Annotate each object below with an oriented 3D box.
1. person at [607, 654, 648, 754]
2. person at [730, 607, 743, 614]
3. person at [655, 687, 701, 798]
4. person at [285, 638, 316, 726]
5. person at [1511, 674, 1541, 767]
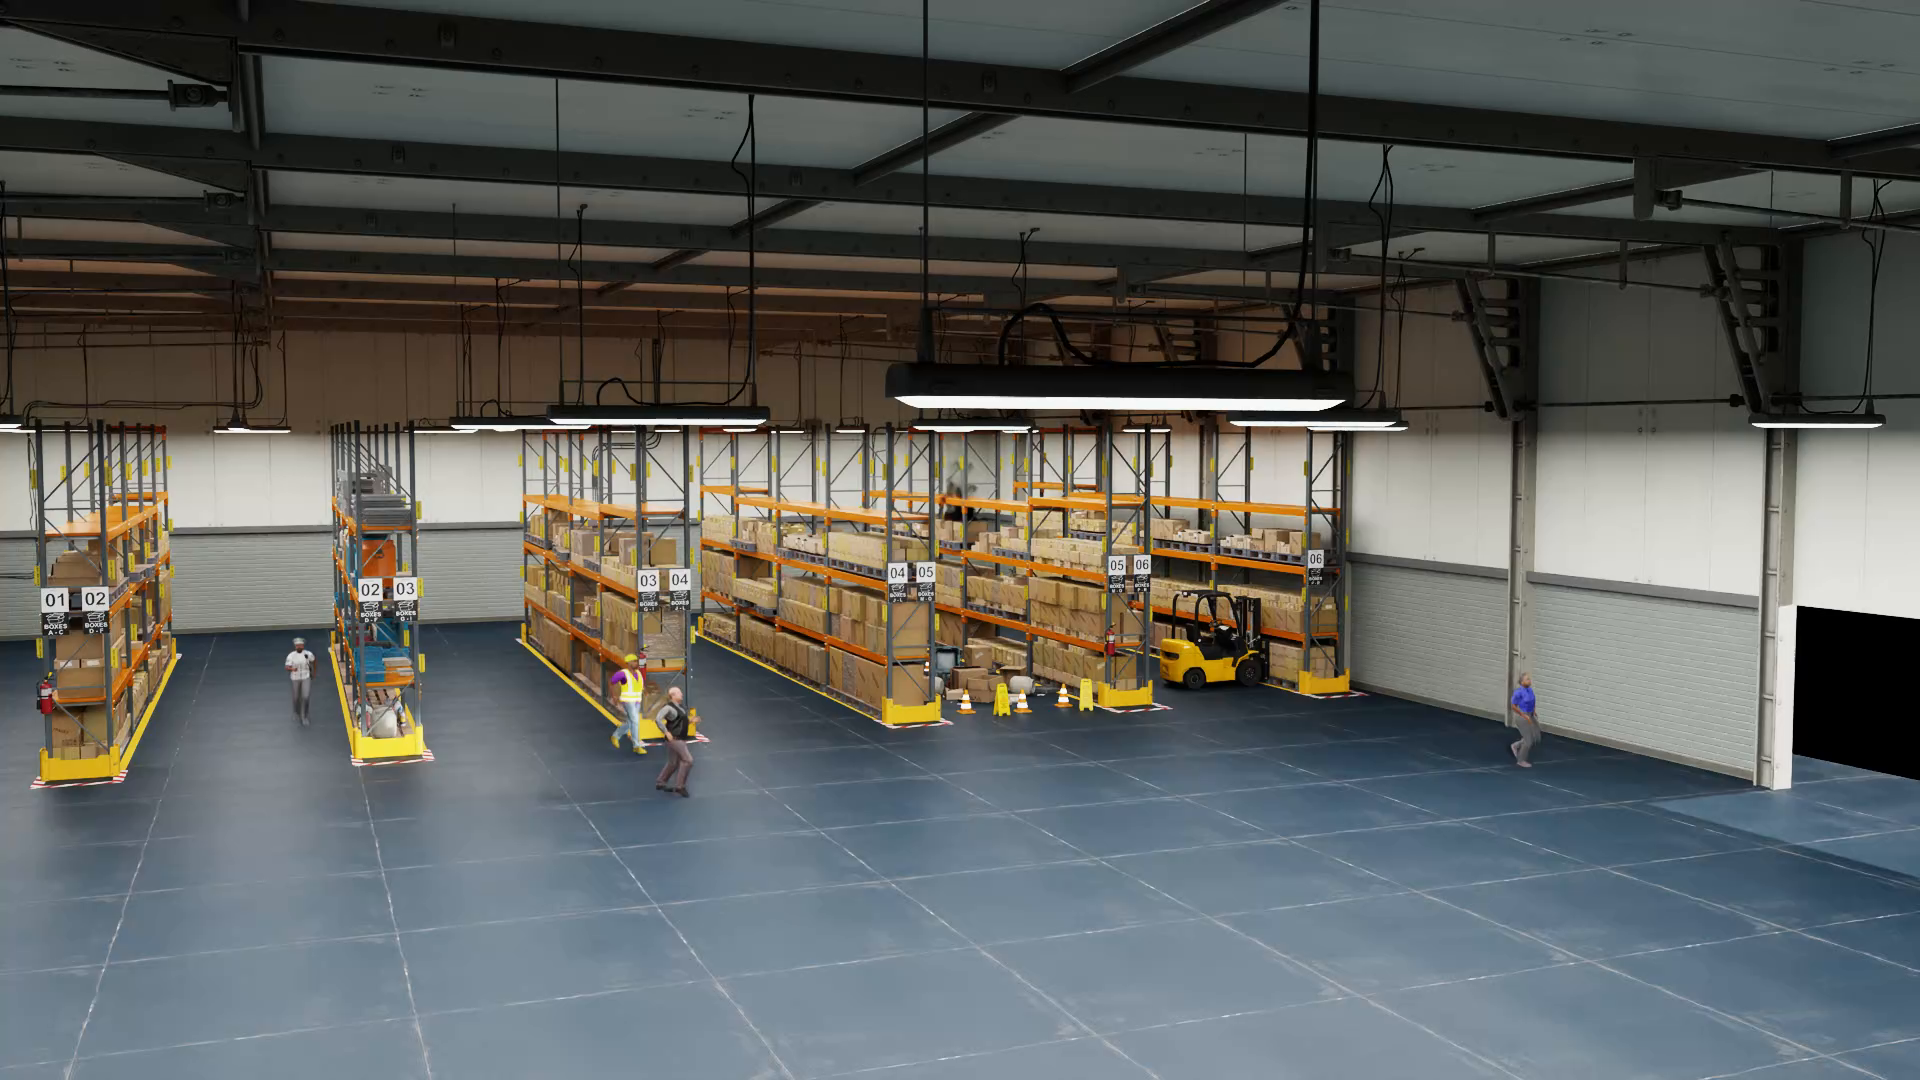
[{"bbox_3d":[-5.949,2.957,30.189,0.888,1.753,0.735,2,4,30],"label":"person"},{"bbox_3d":[-6.637,1.780,49.523,0.508,1.723,0.707,1,4,20],"label":"person"},{"bbox_3d":[-4.506,3.225,26.457,0.745,1.778,0.644,0,4,3],"label":"person"},{"bbox_3d":[-13.142,2.810,33.161,0.585,1.745,0.792,-1,4,-20],"label":"person"},{"bbox_3d":[9.790,3.119,28.853,0.578,1.618,0.519,-3,5,-38],"label":"person"}]
